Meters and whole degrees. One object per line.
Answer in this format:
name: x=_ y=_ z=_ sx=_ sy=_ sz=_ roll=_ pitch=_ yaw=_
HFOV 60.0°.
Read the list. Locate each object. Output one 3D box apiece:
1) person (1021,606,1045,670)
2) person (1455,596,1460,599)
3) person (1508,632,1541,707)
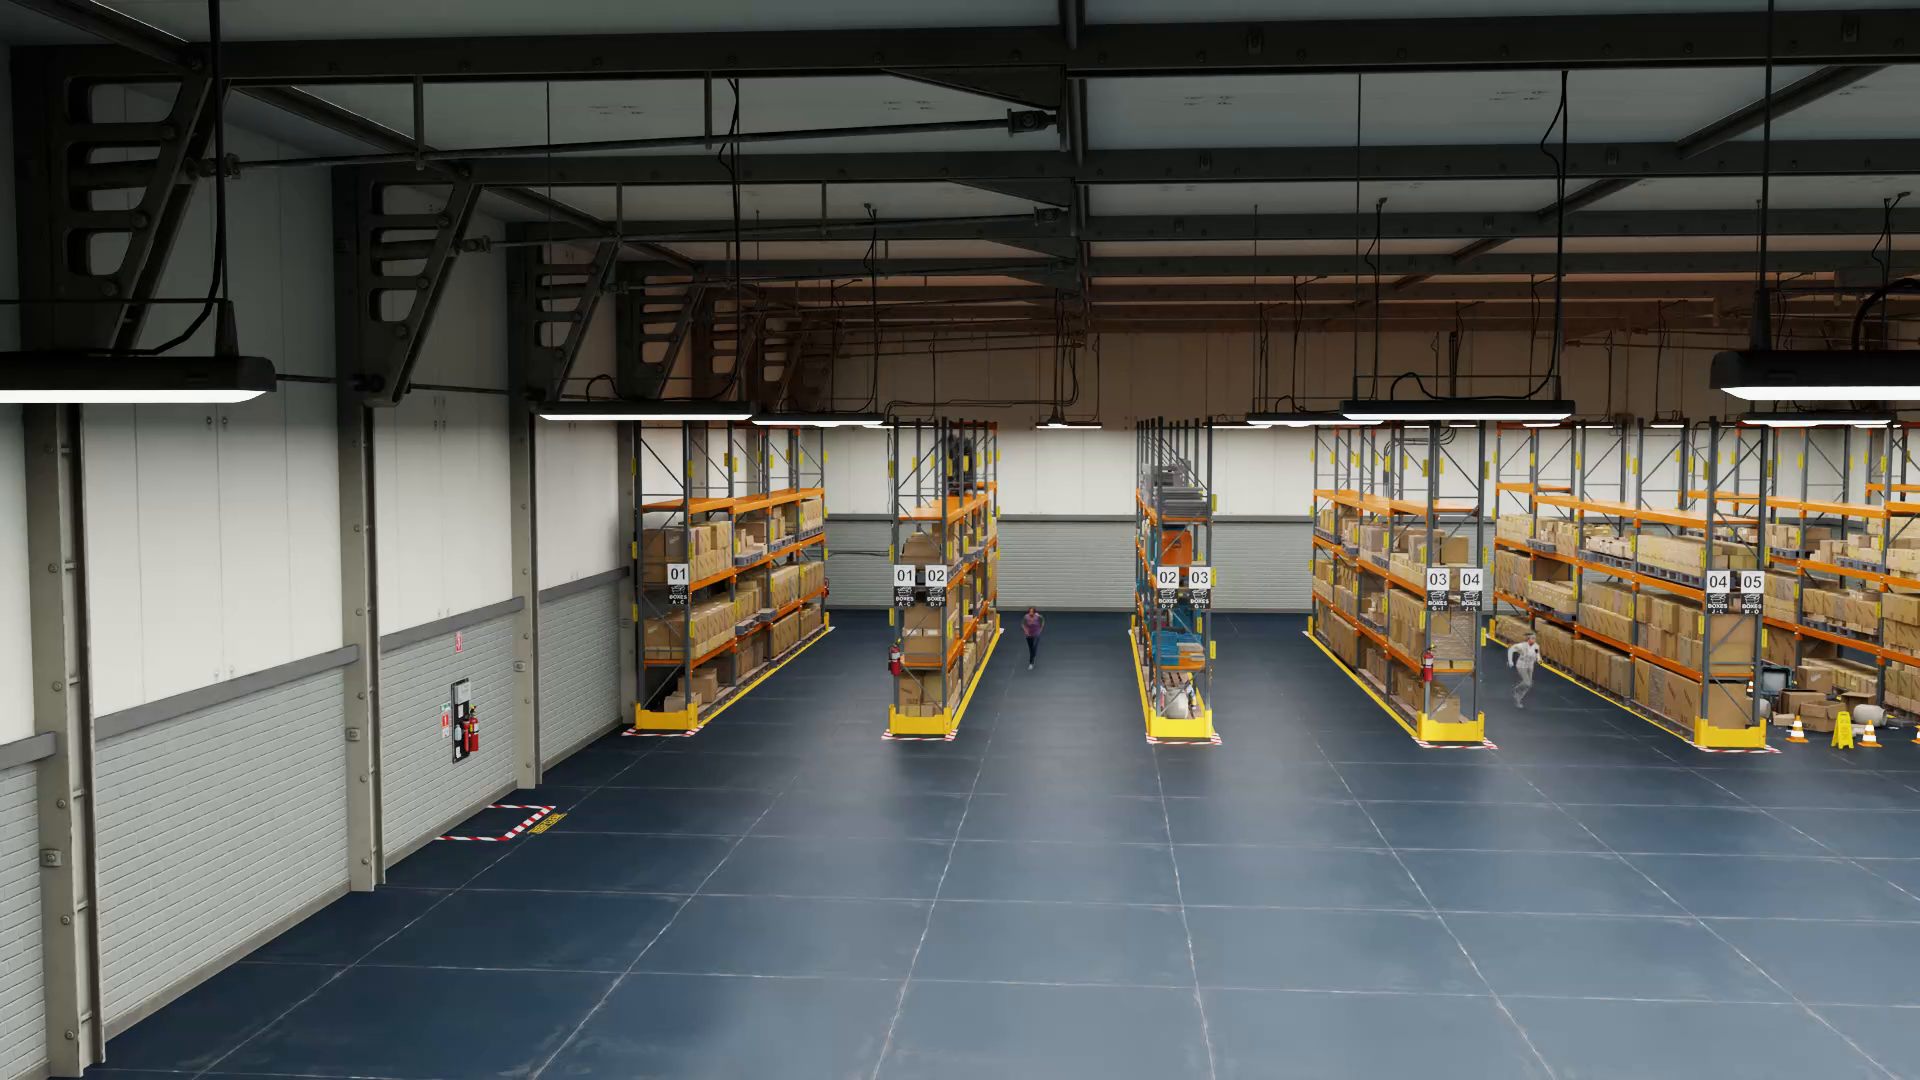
person: x=1.765 y=2.347 z=40.351 sx=0.571 sy=1.547 sz=0.882 roll=0 pitch=4 yaw=2
person: x=13.513 y=1.916 z=44.957 sx=0.687 sy=1.767 sz=0.854 roll=0 pitch=4 yaw=7
person: x=11.716 y=2.677 z=34.383 sx=0.601 sy=1.611 sz=0.693 roll=-1 pitch=4 yaw=-18
